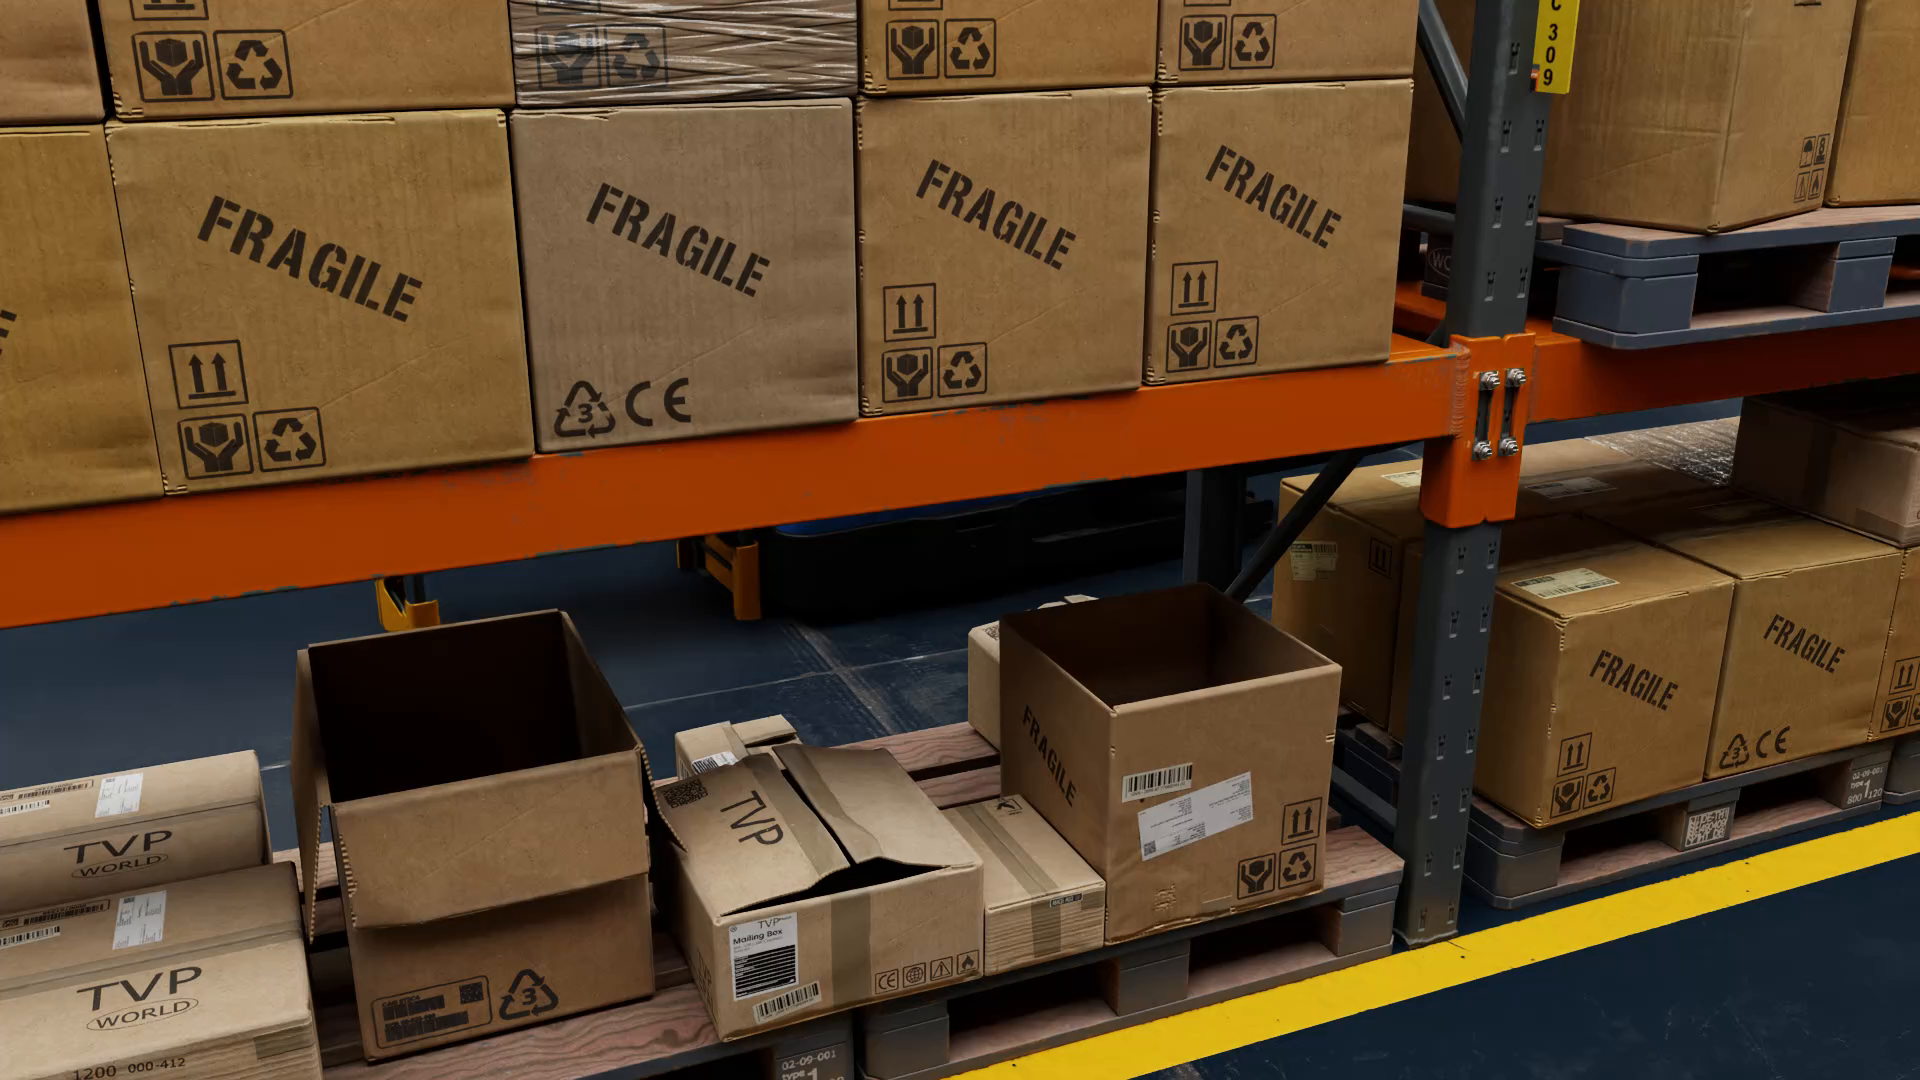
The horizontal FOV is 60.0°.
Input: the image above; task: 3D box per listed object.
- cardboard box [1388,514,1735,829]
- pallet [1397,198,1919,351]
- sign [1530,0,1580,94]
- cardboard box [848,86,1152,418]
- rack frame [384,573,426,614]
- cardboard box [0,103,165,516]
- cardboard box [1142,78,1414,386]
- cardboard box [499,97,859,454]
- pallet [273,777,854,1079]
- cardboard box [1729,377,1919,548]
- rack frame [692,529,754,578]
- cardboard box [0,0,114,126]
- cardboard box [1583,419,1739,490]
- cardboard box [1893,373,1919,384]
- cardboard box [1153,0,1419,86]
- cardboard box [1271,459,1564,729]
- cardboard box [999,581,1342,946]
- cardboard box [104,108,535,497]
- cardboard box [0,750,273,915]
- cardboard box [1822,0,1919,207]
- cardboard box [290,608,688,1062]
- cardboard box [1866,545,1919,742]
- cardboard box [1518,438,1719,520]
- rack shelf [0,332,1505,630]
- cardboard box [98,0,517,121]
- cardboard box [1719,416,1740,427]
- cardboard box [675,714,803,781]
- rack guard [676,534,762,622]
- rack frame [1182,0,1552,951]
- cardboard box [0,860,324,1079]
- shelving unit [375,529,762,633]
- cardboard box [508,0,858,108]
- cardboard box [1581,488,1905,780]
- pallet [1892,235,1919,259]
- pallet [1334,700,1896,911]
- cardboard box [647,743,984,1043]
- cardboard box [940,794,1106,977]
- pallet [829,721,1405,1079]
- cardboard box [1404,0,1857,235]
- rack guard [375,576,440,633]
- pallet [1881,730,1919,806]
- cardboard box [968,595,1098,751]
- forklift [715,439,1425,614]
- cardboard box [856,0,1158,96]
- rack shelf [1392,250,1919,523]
[{"bbox_3d":[1.358,0.281,3.810,0.500,0.500,0.500,-9,21,-24],"label":"cardboard box"},{"bbox_3d":[1.594,-0.683,3.734,1.213,0.211,1.003,-8,21,-22],"label":"pallet"},{"bbox_3d":[1.039,-0.945,2.887,0.005,0.325,0.100,-8,21,-22],"label":"sign"},{"bbox_3d":[-0.013,-0.536,2.879,0.500,0.500,0.500,-8,21,-20],"label":"cardboard box"},{"bbox_3d":[-1.675,-0.375,4.828,0.032,1.500,0.500,-10,22,-27],"label":"rack frame"},{"bbox_3d":[-1.410,-0.335,2.307,0.500,0.500,0.500,-8,21,-22],"label":"cardboard box"},{"bbox_3d":[0.460,-0.605,3.072,0.500,0.500,0.500,-8,21,-21],"label":"cardboard box"},{"bbox_3d":[-0.484,-0.468,2.685,0.500,0.500,0.500,-8,21,-21],"label":"cardboard box"},{"bbox_3d":[-0.936,0.866,3.246,1.213,0.211,1.003,-8,21,-22],"label":"pallet"},{"bbox_3d":[2.276,-0.205,4.059,0.500,0.250,0.500,-8,21,-22],"label":"cardboard box"},{"bbox_3d":[-0.787,-0.539,5.295,0.032,1.500,0.500,-10,22,-27],"label":"rack frame"},{"bbox_3d":[-1.406,-0.807,2.143,0.500,0.500,0.500,-8,21,-21],"label":"cardboard box"},{"bbox_3d":[2.075,-0.011,4.637,0.500,0.500,0.500,-8,21,-21],"label":"cardboard box"},{"bbox_3d":[2.736,-0.271,4.247,0.500,0.250,0.500,-9,21,-23],"label":"cardboard box"},{"bbox_3d":[0.455,-1.075,2.902,0.500,0.500,0.500,-8,21,-22],"label":"cardboard box"},{"bbox_3d":[1.157,0.118,4.273,0.500,0.500,0.500,-8,21,-22],"label":"cardboard box"},{"bbox_3d":[0.406,0.431,3.381,0.500,0.500,0.500,-8,21,-22],"label":"cardboard box"},{"bbox_3d":[-0.951,-0.400,2.492,0.500,0.500,0.500,-8,21,-21],"label":"cardboard box"},{"bbox_3d":[-1.570,0.652,3.133,0.500,0.250,0.500,-8,21,-22],"label":"cardboard box"},{"bbox_3d":[1.947,-1.051,3.707,0.500,0.500,0.700,-5,20,-13],"label":"cardboard box"},{"bbox_3d":[-0.906,0.517,3.133,0.637,0.503,0.797,-8,21,-22],"label":"cardboard box"},{"bbox_3d":[2.305,0.144,4.199,0.500,0.500,0.500,-8,21,-21],"label":"cardboard box"},{"bbox_3d":[1.614,0.055,4.450,0.500,0.500,0.500,-8,21,-22],"label":"cardboard box"},{"bbox_3d":[-1.019,-0.099,2.870,4.000,0.370,1.077,-8,21,-22],"label":"rack shelf"},{"bbox_3d":[-0.939,-0.875,2.333,0.500,0.500,0.500,-8,21,-22],"label":"cardboard box"},{"bbox_3d":[2.541,-0.078,4.829,0.500,0.500,0.500,-9,21,-24],"label":"cardboard box"},{"bbox_3d":[-0.444,0.533,3.594,0.250,0.166,0.380,-8,21,-22],"label":"cardboard box"},{"bbox_3d":[-0.804,0.053,5.494,0.087,0.250,0.587,-10,22,-27],"label":"rack guard"},{"bbox_3d":[0.817,-0.702,3.498,0.127,3.000,1.000,-8,21,-22],"label":"rack frame"},{"bbox_3d":[-1.326,0.798,2.718,0.500,0.250,0.500,-8,21,-22],"label":"cardboard box"},{"bbox_3d":[-1.239,-0.456,5.057,1.083,1.500,0.587,-10,22,-27],"label":"shelving unit"},{"bbox_3d":[-0.477,-0.940,2.520,0.500,0.500,0.500,-8,21,-21],"label":"cardboard box"},{"bbox_3d":[1.843,0.207,4.019,0.500,0.500,0.500,-8,21,-21],"label":"cardboard box"},{"bbox_3d":[2.706,-0.880,4.294,1.213,0.211,1.003,-8,21,-22],"label":"pallet"},{"bbox_3d":[1.549,0.495,4.298,1.213,0.211,1.003,-8,21,-22],"label":"pallet"},{"bbox_3d":[-0.282,0.619,3.133,0.500,0.311,0.500,-8,21,-22],"label":"cardboard box"},{"bbox_3d":[0.086,0.665,3.248,0.250,0.149,0.380,-8,21,-22],"label":"cardboard box"},{"bbox_3d":[0.186,0.704,3.705,1.213,0.211,1.003,-8,21,-22],"label":"pallet"},{"bbox_3d":[1.341,-0.941,3.395,0.500,0.500,0.700,-17,26,-40],"label":"cardboard box"},{"bbox_3d":[-1.674,0.215,5.036,0.087,0.250,0.587,-10,22,-27],"label":"rack guard"},{"bbox_3d":[2.671,0.333,4.757,1.213,0.211,1.003,-8,21,-22],"label":"pallet"},{"bbox_3d":[0.346,0.348,3.902,0.500,0.311,0.500,-8,21,-22],"label":"cardboard box"},{"bbox_3d":[0.545,-1.483,5.822,3.031,2.935,1.130,-11,22,-27],"label":"forklift"},{"bbox_3d":[-0.014,-1.007,2.708,0.500,0.500,0.500,-9,21,-23],"label":"cardboard box"},{"bbox_3d":[2.653,-0.625,4.365,4.000,0.370,1.077,-8,21,-22],"label":"rack shelf"}]
